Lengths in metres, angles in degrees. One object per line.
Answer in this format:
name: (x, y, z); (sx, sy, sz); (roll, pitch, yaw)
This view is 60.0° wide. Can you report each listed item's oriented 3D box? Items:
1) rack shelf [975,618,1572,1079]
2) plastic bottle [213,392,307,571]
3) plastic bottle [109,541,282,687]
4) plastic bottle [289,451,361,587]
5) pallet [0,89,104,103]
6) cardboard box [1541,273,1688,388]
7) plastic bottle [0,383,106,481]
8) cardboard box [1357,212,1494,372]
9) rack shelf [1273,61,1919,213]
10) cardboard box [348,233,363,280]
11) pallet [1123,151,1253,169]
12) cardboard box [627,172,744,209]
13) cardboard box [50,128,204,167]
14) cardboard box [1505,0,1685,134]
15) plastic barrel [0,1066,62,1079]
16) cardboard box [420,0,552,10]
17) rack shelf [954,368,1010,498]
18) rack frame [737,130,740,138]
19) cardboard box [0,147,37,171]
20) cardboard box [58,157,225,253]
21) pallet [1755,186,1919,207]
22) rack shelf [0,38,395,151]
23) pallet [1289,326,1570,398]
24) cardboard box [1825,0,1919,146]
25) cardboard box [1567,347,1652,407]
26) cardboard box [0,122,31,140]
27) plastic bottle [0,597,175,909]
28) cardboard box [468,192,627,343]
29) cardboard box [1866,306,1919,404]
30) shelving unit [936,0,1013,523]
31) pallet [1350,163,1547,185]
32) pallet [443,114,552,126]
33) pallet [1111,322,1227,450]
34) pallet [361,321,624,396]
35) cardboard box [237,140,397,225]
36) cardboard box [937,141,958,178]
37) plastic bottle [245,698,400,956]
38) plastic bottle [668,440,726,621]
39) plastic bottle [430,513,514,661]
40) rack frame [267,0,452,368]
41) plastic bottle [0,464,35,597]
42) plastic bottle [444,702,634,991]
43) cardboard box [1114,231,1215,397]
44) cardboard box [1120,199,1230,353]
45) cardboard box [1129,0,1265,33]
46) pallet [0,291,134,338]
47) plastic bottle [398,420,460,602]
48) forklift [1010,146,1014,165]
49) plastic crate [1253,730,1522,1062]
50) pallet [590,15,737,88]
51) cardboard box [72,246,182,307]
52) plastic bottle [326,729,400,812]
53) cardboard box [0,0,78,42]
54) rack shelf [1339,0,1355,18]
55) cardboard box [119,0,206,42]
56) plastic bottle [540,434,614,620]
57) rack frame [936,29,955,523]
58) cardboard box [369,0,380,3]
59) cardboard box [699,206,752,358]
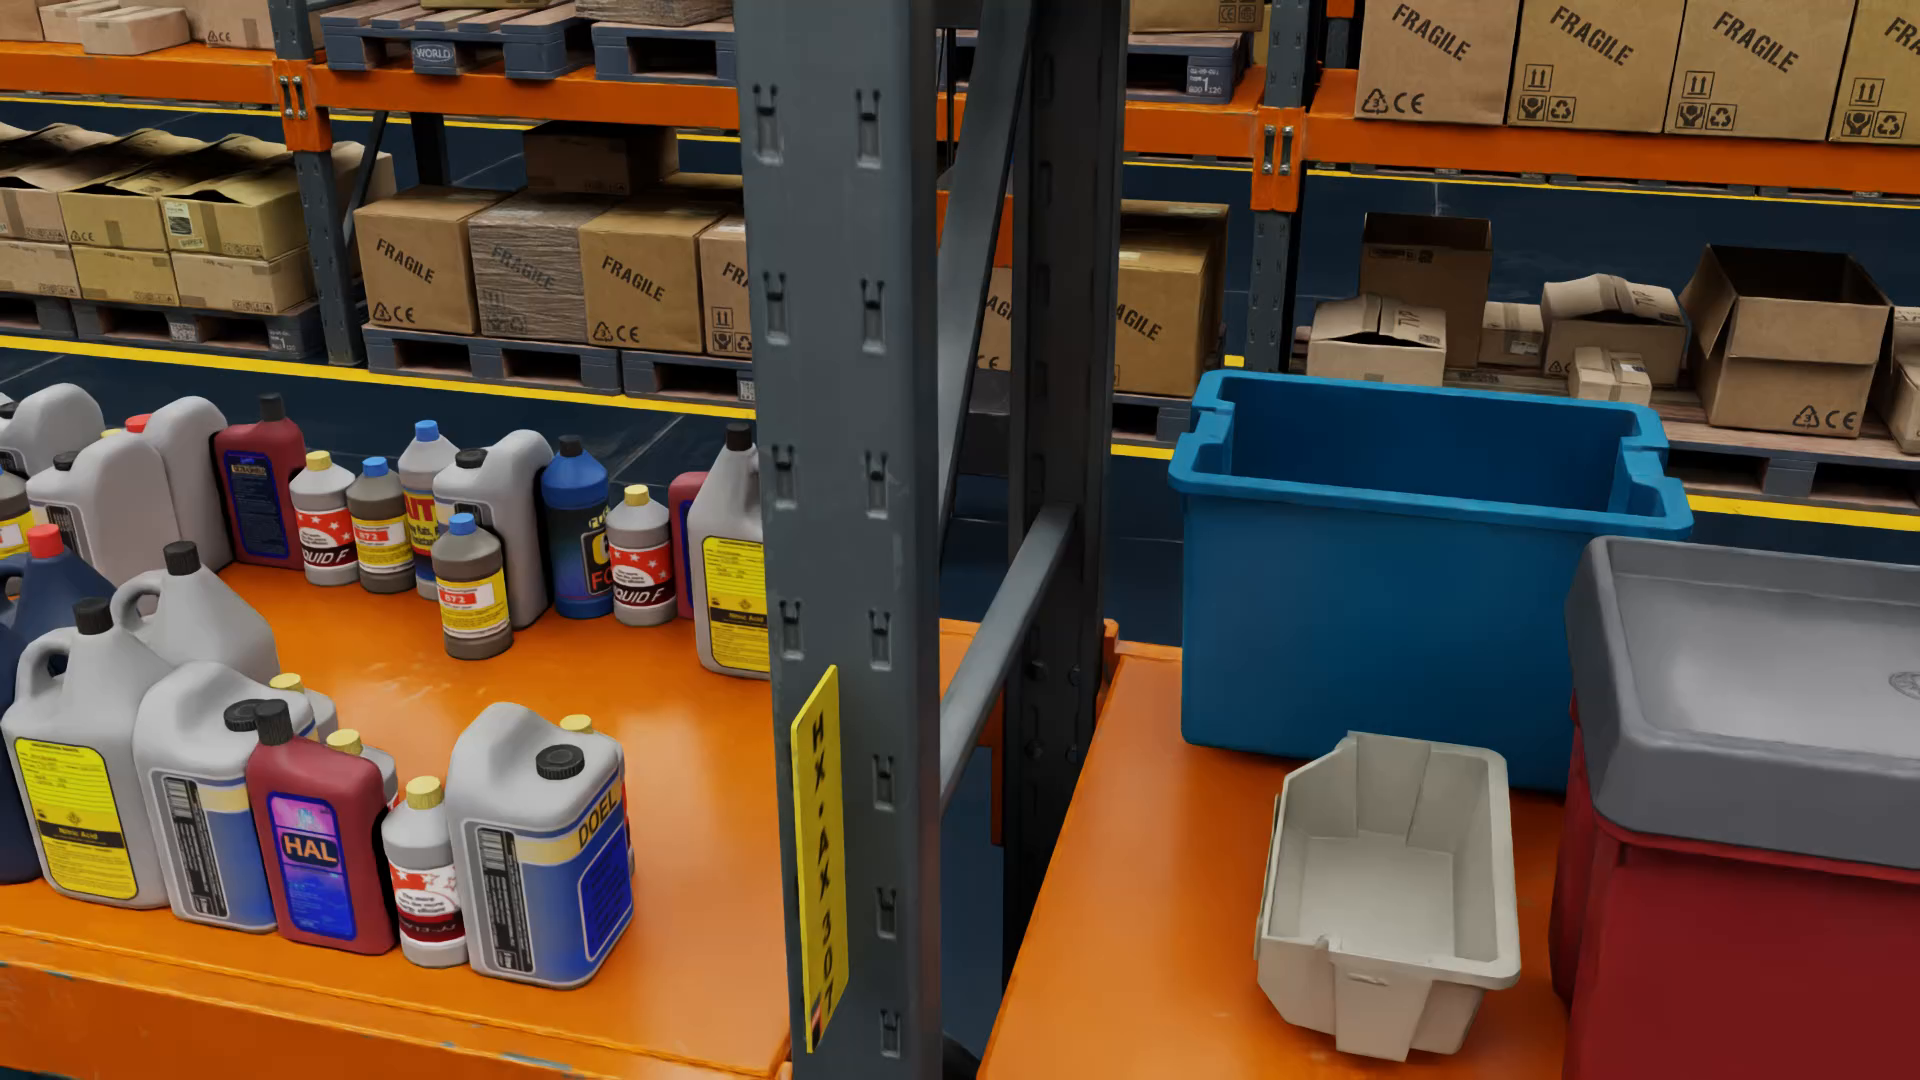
rack shelf: (1.962, 0.703, 1.622); (4.000, 0.370, 1.077); (6, 26, 13)
plastic bottle: (-1.084, -0.096, 2.597); (0.133, 0.283, 0.061); (6, 26, 13)
plastic bottle: (-0.911, 0.164, 1.974); (0.185, 0.351, 0.144); (6, 26, 13)
plastic bottle: (-0.977, -0.039, 2.573); (0.097, 0.201, 0.097); (0, 25, 0)
pallet: (-7.100, -3.745, 13.371); (1.213, 0.211, 1.003); (6, 26, 13)
cardboard box: (2.611, -0.859, 6.682); (0.500, 0.311, 0.500); (6, 26, 13)
plastic bottle: (-1.450, -0.112, 2.641); (0.135, 0.276, 0.152); (6, 26, 13)
cardboard box: (1.884, -1.025, 6.810); (0.500, 0.500, 0.500); (6, 26, 13)
rack shelf: (3.199, -1.359, 5.952); (4.000, 0.370, 1.077); (6, 26, 13)
cardboard box: (-3.046, -1.453, 8.022); (0.500, 0.250, 0.500); (6, 26, 13)
pallet: (1.726, -2.753, 11.287); (1.213, 0.211, 1.003); (6, 26, 13)
cardboard box: (-1.147, -1.338, 7.468); (0.500, 0.500, 0.500); (5, 26, 11)
cardboard box: (-4.050, -1.814, 8.129); (0.500, 0.311, 0.500); (6, 26, 12)
cardboard box: (2.184, -1.722, 5.760); (0.500, 0.500, 0.500); (7, 26, 14)
plastic barrel: (-1.184, 0.780, 2.574); (0.708, 0.901, 0.600); (6, 26, 13)
cardboard box: (-1.974, -2.541, 6.992); (0.500, 0.500, 0.700); (-2, 26, -5)
rack shelf: (0.160, -0.286, 5.568); (0.480, 0.518, 0.431); (6, 26, 13)
rack frame: (-1.382, -4.389, 11.479); (0.127, 3.000, 1.000); (6, 26, 13)
cardboard box: (-4.659, -1.644, 7.771); (0.500, 0.311, 0.500); (7, 26, 14)
cardboard box: (-3.686, -1.534, 7.541); (0.500, 0.311, 0.500); (6, 26, 12)
pallet: (5.572, -2.326, 10.391); (1.213, 0.211, 1.003); (6, 26, 13)
rack shelf: (-4.549, -2.216, 7.751); (4.000, 0.370, 1.077); (6, 26, 13)
pallet: (1.927, -0.565, 6.691); (1.213, 0.211, 1.003); (6, 26, 13)
cardboard box: (3.161, -1.613, 5.533); (0.500, 0.500, 0.500); (6, 26, 12)
cardboard box: (2.455, -0.594, 6.292); (0.250, 0.166, 0.380); (6, 26, 13)
cardboard box: (-5.034, -1.924, 8.360); (0.500, 0.311, 0.500); (6, 26, 13)
plastic bottle: (-0.947, 0.224, 1.848); (0.185, 0.351, 0.144); (6, 26, 13)
cardboard box: (-1.734, -1.175, 7.124); (0.500, 0.500, 0.500); (5, 26, 11)
cardboard box: (3.711, -0.710, 6.439); (0.500, 0.250, 0.500); (6, 26, 13)
shelving unit: (0.160, -0.930, 5.261); (0.503, 2.100, 0.431); (6, 26, 13)
pallet: (3.209, -2.588, 10.940); (1.213, 0.211, 1.003); (6, 26, 13)
pallet: (-3.316, -3.346, 12.532); (1.213, 0.211, 1.003); (6, 26, 13)
pallet: (0.465, -0.710, 6.997); (1.213, 0.211, 1.003); (6, 26, 13)
pallet: (-1.898, -0.972, 7.545); (1.213, 0.211, 1.003); (6, 26, 13)
cardboard box: (-3.046, -1.706, 7.902); (0.500, 0.311, 0.500); (7, 26, 15)
cardboard box: (-0.114, -1.567, 7.075); (0.500, 0.250, 0.500); (6, 26, 13)
plastic bottle: (-0.673, 0.303, 1.760); (0.133, 0.283, 0.061); (6, 26, 13)
plastic bottle: (-0.353, -0.015, 2.427); (0.133, 0.283, 0.061); (6, 26, 13)
plastic bottle: (-0.696, 0.060, 2.366); (0.097, 0.201, 0.097); (0, 25, 0)
rack frame: (-2.612, -2.326, 7.147); (0.127, 3.000, 1.000); (6, 26, 13)
plastic bottle: (-1.463, -0.025, 2.544); (0.097, 0.201, 0.097); (0, 25, 0)
plastic bottle: (-0.438, 0.312, 1.749); (0.135, 0.276, 0.152); (6, 26, 13)
cardboard box: (0.713, -0.902, 6.550); (0.500, 0.500, 0.500); (6, 26, 13)
cardboard box: (0.854, -1.121, 7.012); (0.500, 0.500, 0.500); (5, 26, 11)
cardboard box: (0.859, -2.277, 6.438); (0.500, 0.500, 0.700); (-2, 26, -5)
pallet: (-4.577, -1.303, 8.241); (1.213, 0.211, 1.003); (6, 26, 13)
plastic bottle: (-0.789, -0.049, 2.514); (0.097, 0.271, 0.097); (0, 25, 0)
forklift: (-0.175, -3.480, 9.650); (1.130, 2.935, 3.031); (-1, 25, -2)
plastic crate: (0.440, 0.365, 1.731); (0.243, 0.136, 0.396); (6, 26, 13)
pallet: (-0.727, -2.033, 6.755); (1.213, 0.211, 1.003); (6, 26, 13)
cardboard box: (-3.682, -1.283, 7.665); (0.500, 0.250, 0.500); (6, 26, 12)
plastic bottle: (-0.671, 0.305, 1.851); (0.097, 0.201, 0.097); (0, 25, 0)
cardboard box: (-4.241, -2.544, 7.488); (0.500, 0.500, 0.500); (5, 26, 10)
rack shelf: (4.429, -3.422, 10.285); (4.000, 0.370, 1.077); (6, 26, 13)
cardboard box: (-3.430, -2.462, 7.536); (0.500, 0.311, 0.500); (6, 26, 12)
plastic bottle: (-0.564, -0.025, 2.462); (0.097, 0.271, 0.097); (0, 25, 0)
rack frame: (-0.076, -0.956, 5.316); (0.015, 2.100, 0.400); (6, 26, 13)
cardboard box: (-4.112, -4.108, 12.413); (0.500, 0.250, 0.500); (6, 26, 12)
cardboard box: (-0.743, -1.065, 6.894); (0.500, 0.500, 0.500); (5, 26, 11)
